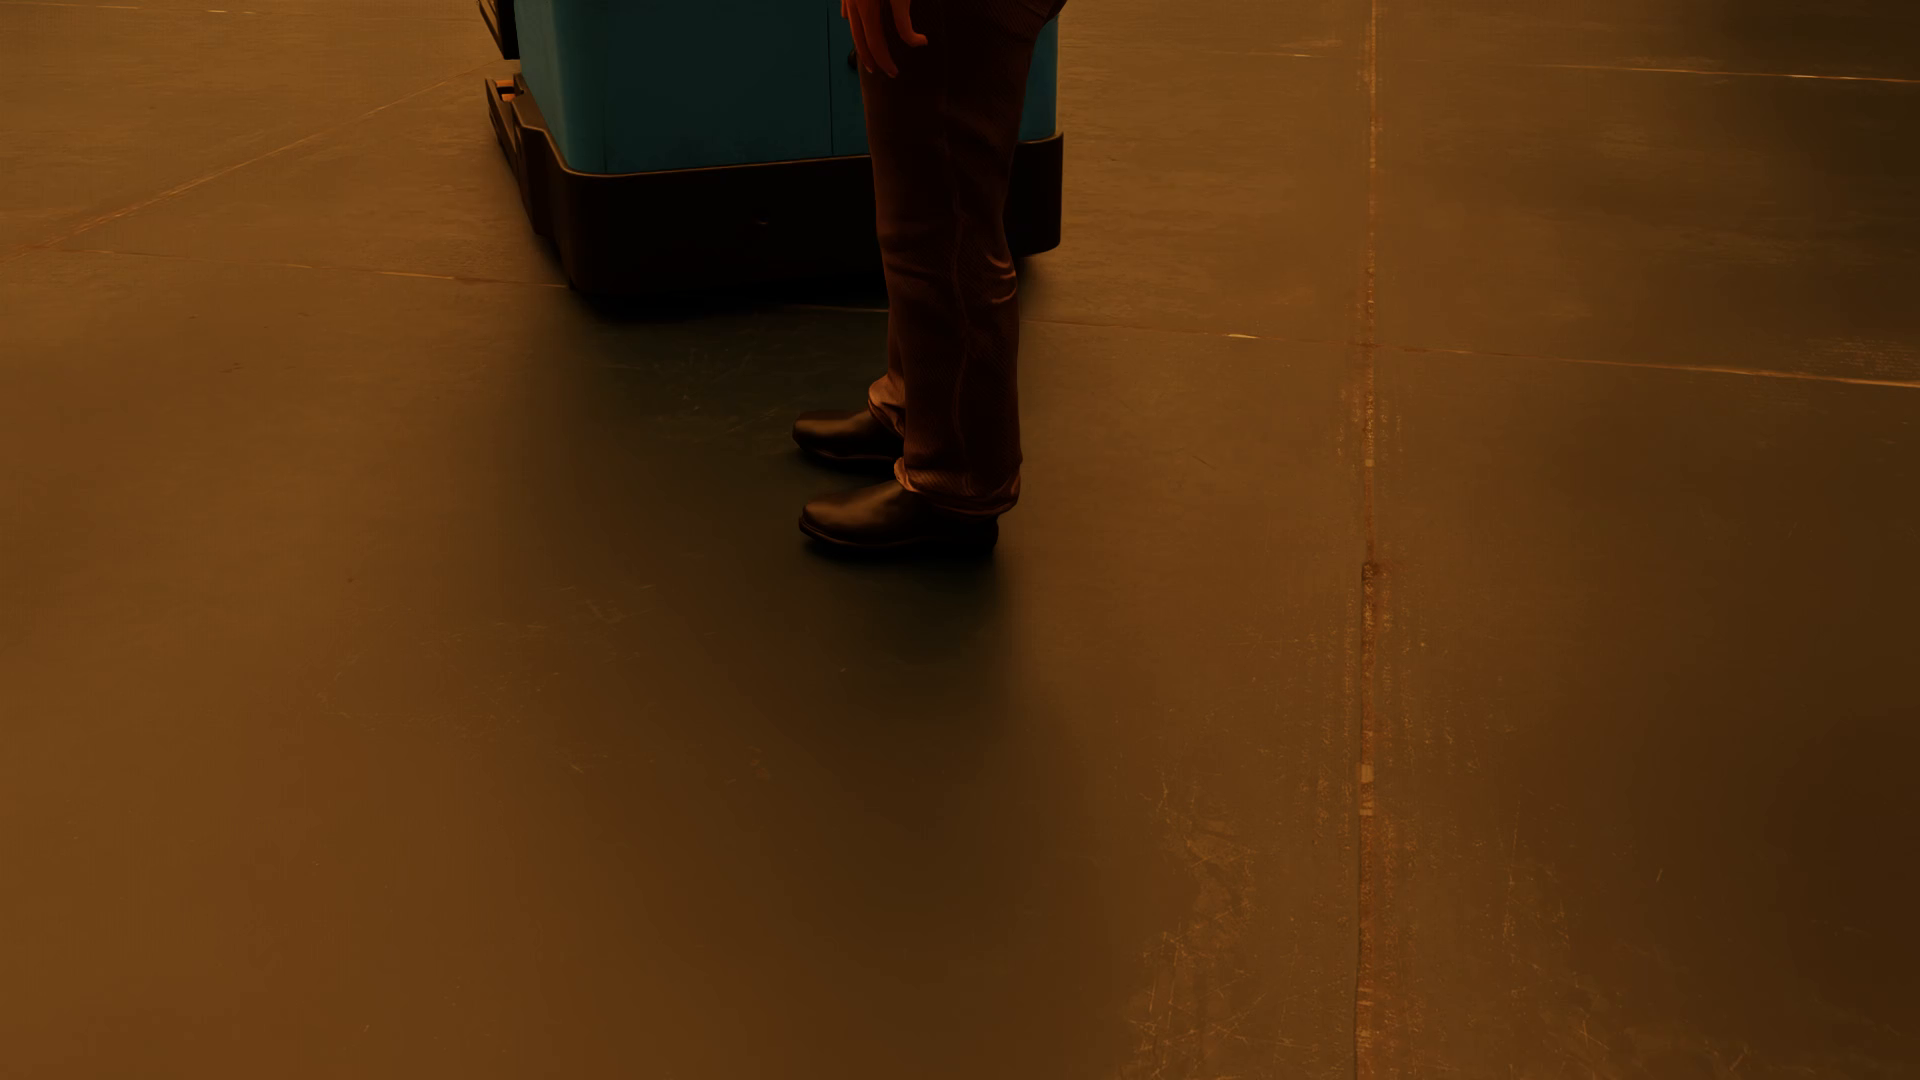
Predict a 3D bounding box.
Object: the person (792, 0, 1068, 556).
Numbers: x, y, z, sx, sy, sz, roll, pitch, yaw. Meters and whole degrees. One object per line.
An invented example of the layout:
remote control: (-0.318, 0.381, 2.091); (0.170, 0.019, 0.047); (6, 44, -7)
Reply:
person: (-0.060, -0.784, 2.127); (0.566, 1.722, 0.633); (6, 27, 11)

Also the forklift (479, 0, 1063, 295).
forklift: (-0.732, -2.438, 4.078); (1.130, 2.935, 3.031); (-9, 28, -17)
